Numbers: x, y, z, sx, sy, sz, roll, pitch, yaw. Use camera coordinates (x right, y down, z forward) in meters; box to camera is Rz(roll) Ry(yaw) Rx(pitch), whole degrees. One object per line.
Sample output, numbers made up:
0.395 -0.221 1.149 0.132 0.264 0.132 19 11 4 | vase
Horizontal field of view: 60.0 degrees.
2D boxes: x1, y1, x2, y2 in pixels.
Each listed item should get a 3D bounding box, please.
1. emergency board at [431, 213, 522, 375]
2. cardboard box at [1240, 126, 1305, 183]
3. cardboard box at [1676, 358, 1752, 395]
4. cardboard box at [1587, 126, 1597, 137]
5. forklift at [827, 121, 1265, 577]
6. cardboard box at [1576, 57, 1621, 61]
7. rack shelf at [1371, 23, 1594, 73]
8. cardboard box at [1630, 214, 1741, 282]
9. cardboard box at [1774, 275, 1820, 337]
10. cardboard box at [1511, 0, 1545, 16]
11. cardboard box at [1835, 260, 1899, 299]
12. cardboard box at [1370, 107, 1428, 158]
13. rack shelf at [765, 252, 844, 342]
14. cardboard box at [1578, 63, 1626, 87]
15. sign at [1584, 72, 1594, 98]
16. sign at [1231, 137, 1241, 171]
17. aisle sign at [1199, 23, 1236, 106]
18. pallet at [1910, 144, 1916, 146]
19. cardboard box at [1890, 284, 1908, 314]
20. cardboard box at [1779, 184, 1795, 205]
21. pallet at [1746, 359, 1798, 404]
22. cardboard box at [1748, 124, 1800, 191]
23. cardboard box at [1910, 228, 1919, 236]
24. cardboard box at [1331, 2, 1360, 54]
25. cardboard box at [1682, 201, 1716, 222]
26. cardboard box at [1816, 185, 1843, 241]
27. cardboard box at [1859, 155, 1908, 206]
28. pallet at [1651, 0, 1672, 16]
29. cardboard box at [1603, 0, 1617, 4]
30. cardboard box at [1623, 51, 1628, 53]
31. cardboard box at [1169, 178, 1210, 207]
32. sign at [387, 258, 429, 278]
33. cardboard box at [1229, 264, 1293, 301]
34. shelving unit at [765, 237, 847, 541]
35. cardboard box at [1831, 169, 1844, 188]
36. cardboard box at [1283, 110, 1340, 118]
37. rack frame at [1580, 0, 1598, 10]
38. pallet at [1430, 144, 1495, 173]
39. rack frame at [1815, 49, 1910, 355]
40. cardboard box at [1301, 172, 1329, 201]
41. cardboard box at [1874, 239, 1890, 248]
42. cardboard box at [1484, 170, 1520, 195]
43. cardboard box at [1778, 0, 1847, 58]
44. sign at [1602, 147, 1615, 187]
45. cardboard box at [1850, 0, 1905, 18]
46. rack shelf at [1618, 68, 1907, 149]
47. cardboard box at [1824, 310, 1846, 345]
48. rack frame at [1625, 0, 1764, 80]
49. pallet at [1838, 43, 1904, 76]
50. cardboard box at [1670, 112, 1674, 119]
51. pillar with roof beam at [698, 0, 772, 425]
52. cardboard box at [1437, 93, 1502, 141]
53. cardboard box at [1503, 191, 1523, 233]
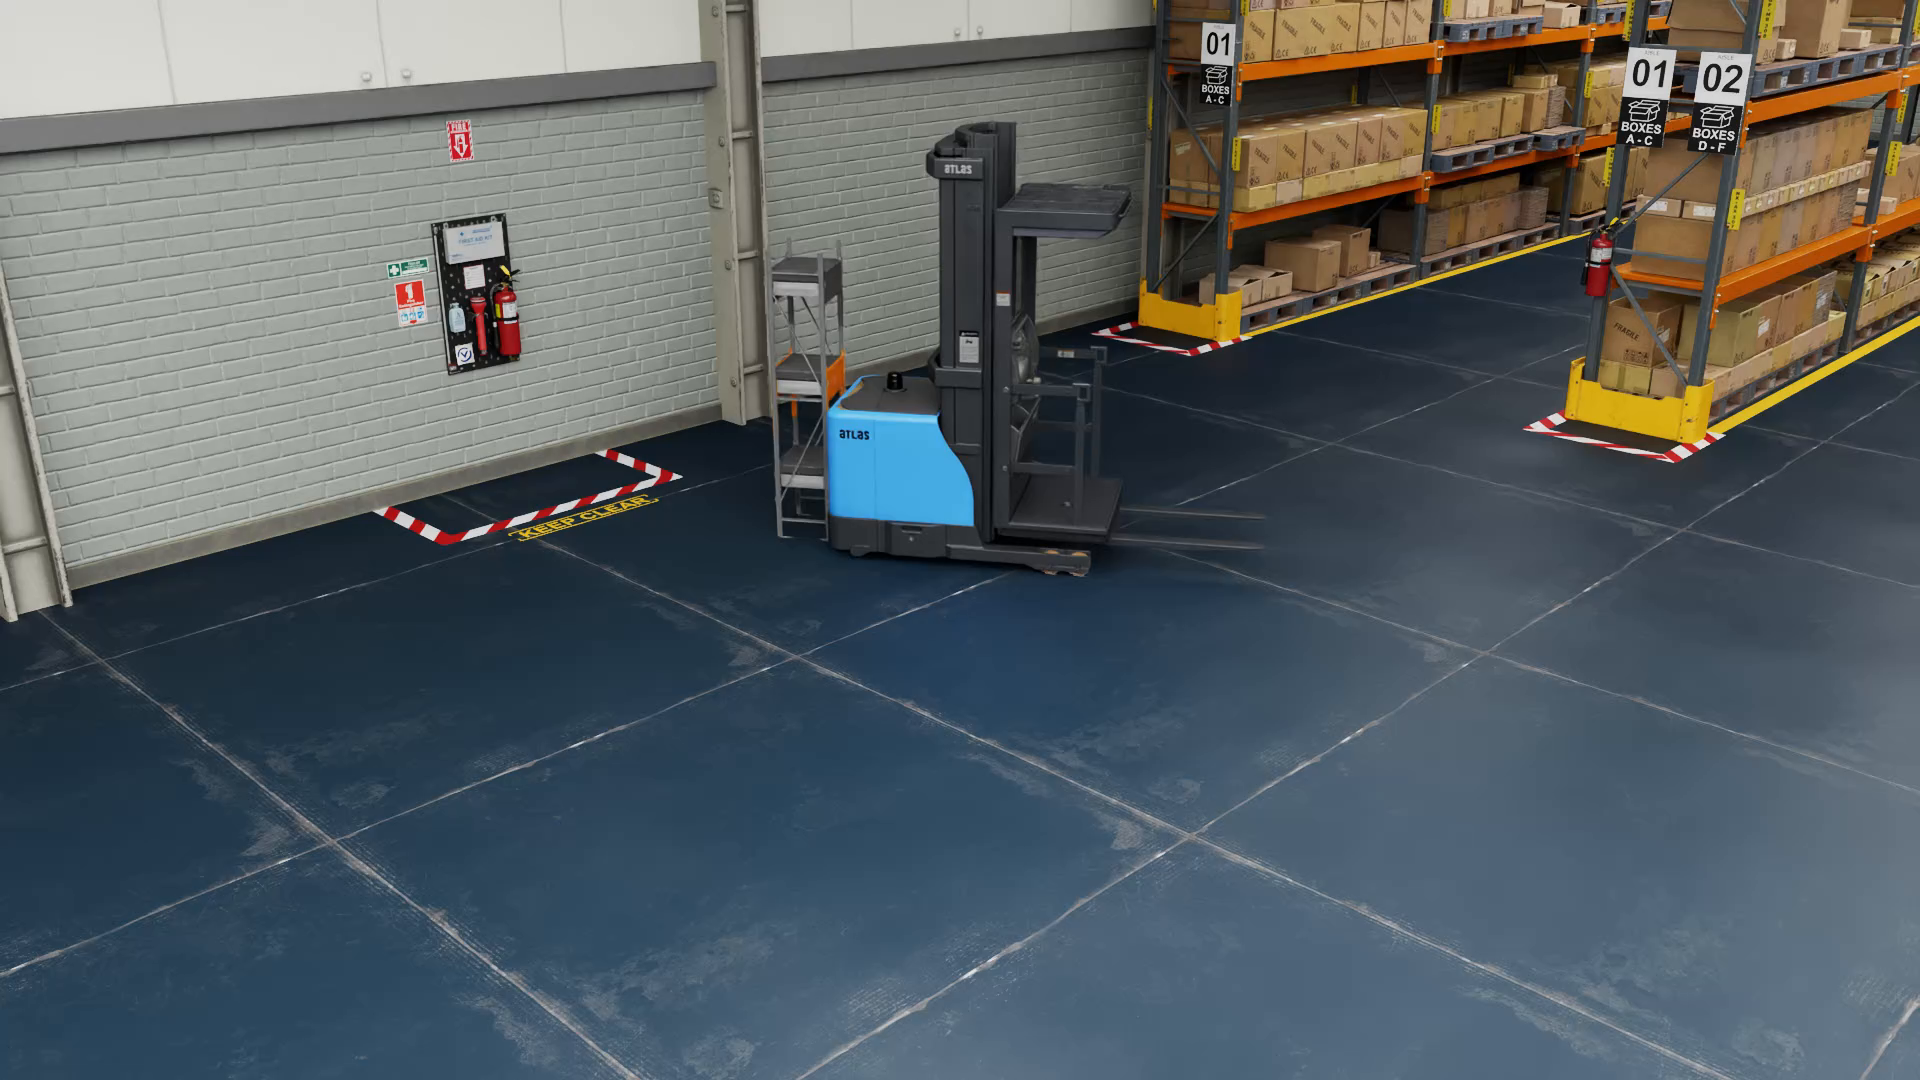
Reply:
-3.656 -1.877 12.777 0.194 1.169 0.643 19 28 41 | emergency board
3.313 -4.110 17.722 0.500 0.500 0.500 19 28 41 | cardboard box
6.844 -1.534 15.131 0.500 0.250 0.500 19 28 41 | cardboard box
8.571 -5.686 23.010 0.250 0.149 0.380 -20 29 -41 | cardboard box
0.635 -1.324 11.433 3.031 2.935 1.130 4 21 10 | forklift
9.203 -6.826 24.025 0.500 0.250 0.500 18 28 39 | cardboard box
6.598 -6.255 20.990 1.077 0.370 4.000 19 28 41 | rack shelf
6.299 -2.573 14.449 0.700 0.500 0.500 19 28 41 | cardboard box
7.884 -2.271 16.005 0.500 0.500 0.500 19 28 41 | cardboard box
7.022 -6.853 21.369 0.637 0.503 0.797 -15 26 -35 | cardboard box
9.574 -2.783 17.601 0.500 0.311 0.500 19 28 40 | cardboard box
5.095 -4.767 19.432 0.500 0.500 0.500 19 28 41 | cardboard box
-1.085 -1.713 11.691 0.431 0.518 0.480 4 21 10 | rack shelf
8.869 -6.440 23.023 0.500 0.250 0.500 19 28 40 | cardboard box
8.389 -6.075 22.196 0.100 0.325 0.005 19 28 41 | sign
2.801 -3.917 16.877 0.100 0.325 0.005 19 28 41 | sign
2.577 -4.768 16.676 0.394 0.787 0.004 19 28 41 | aisle sign
11.968 -4.568 20.047 1.213 0.211 1.003 19 28 41 | pallet
9.930 -2.657 18.054 0.500 0.250 0.500 18 28 39 | cardboard box
7.289 -3.138 15.013 0.380 0.149 0.250 19 28 40 | cardboard box
7.319 -1.627 16.014 1.003 0.211 1.213 19 28 41 | pallet
7.050 -3.459 14.944 0.700 0.500 0.500 19 28 41 | cardboard box
11.356 -3.444 19.320 0.500 0.311 0.500 -19 28 -41 | cardboard box
3.943 -5.535 17.945 0.500 0.500 0.500 -18 27 -39 | cardboard box
6.392 -2.806 14.151 0.380 0.149 0.250 19 28 40 | cardboard box
8.086 -3.232 16.162 0.700 0.500 0.500 19 28 40 | cardboard box
9.670 -3.813 17.675 0.500 0.500 0.500 -18 27 -38 | cardboard box
10.179 -7.796 24.262 0.805 0.209 1.217 18 27 39 | pallet
8.622 -7.645 22.852 0.700 0.500 0.500 17 27 38 | cardboard box
10.276 -7.225 25.064 0.500 0.250 0.500 -19 28 -40 | cardboard box
2.600 -3.756 17.848 0.500 0.250 0.500 -20 28 -41 | cardboard box
-4.106 -2.024 12.370 0.001 0.109 0.331 19 28 41 | sign
3.357 -2.901 18.575 0.500 0.311 0.500 -17 27 -38 | cardboard box
-1.085 -1.072 11.937 0.431 2.100 0.503 4 21 10 | shelving unit
8.181 -3.465 15.865 0.380 0.149 0.250 19 28 41 | cardboard box
4.010 -4.639 19.098 0.500 0.500 0.500 -19 28 -41 | cardboard box
7.993 -8.505 21.660 1.000 3.000 0.127 19 28 41 | rack frame
5.840 -4.747 20.512 1.003 0.211 1.213 19 28 41 | pallet
8.755 -3.438 16.838 1.000 3.000 0.127 19 28 41 | rack frame
3.692 -3.900 18.222 0.500 0.250 0.500 19 28 40 | cardboard box
10.251 -3.312 18.975 0.500 0.311 0.500 18 28 39 | cardboard box
7.086 -4.765 22.115 0.500 0.250 0.500 -20 28 -41 | cardboard box
7.319 -4.476 14.439 0.500 0.500 0.500 19 28 41 | cardboard box
5.585 -3.200 14.275 0.100 0.325 0.005 19 28 41 | sign
9.213 -5.463 16.504 0.500 0.500 0.500 20 29 41 | cardboard box
7.359 -3.988 15.091 1.077 0.370 4.000 19 28 41 | rack shelf
8.588 -2.177 16.803 0.500 0.250 0.500 19 28 41 | cardboard box
5.964 -5.210 13.086 1.000 3.000 0.127 19 28 41 | rack frame
8.178 -4.571 15.728 1.003 0.211 1.213 19 28 41 | pallet
10.379 -6.341 24.714 0.250 0.149 0.380 -19 28 -40 | cardboard box
1.180 -4.225 10.525 9.100 9.000 0.400 19 28 41 | pillar with roof beam
6.414 -5.370 21.112 0.500 0.500 0.700 -16 26 -35 | cardboard box
7.086 -4.442 22.322 0.700 0.500 0.500 19 28 41 | cardboard box
